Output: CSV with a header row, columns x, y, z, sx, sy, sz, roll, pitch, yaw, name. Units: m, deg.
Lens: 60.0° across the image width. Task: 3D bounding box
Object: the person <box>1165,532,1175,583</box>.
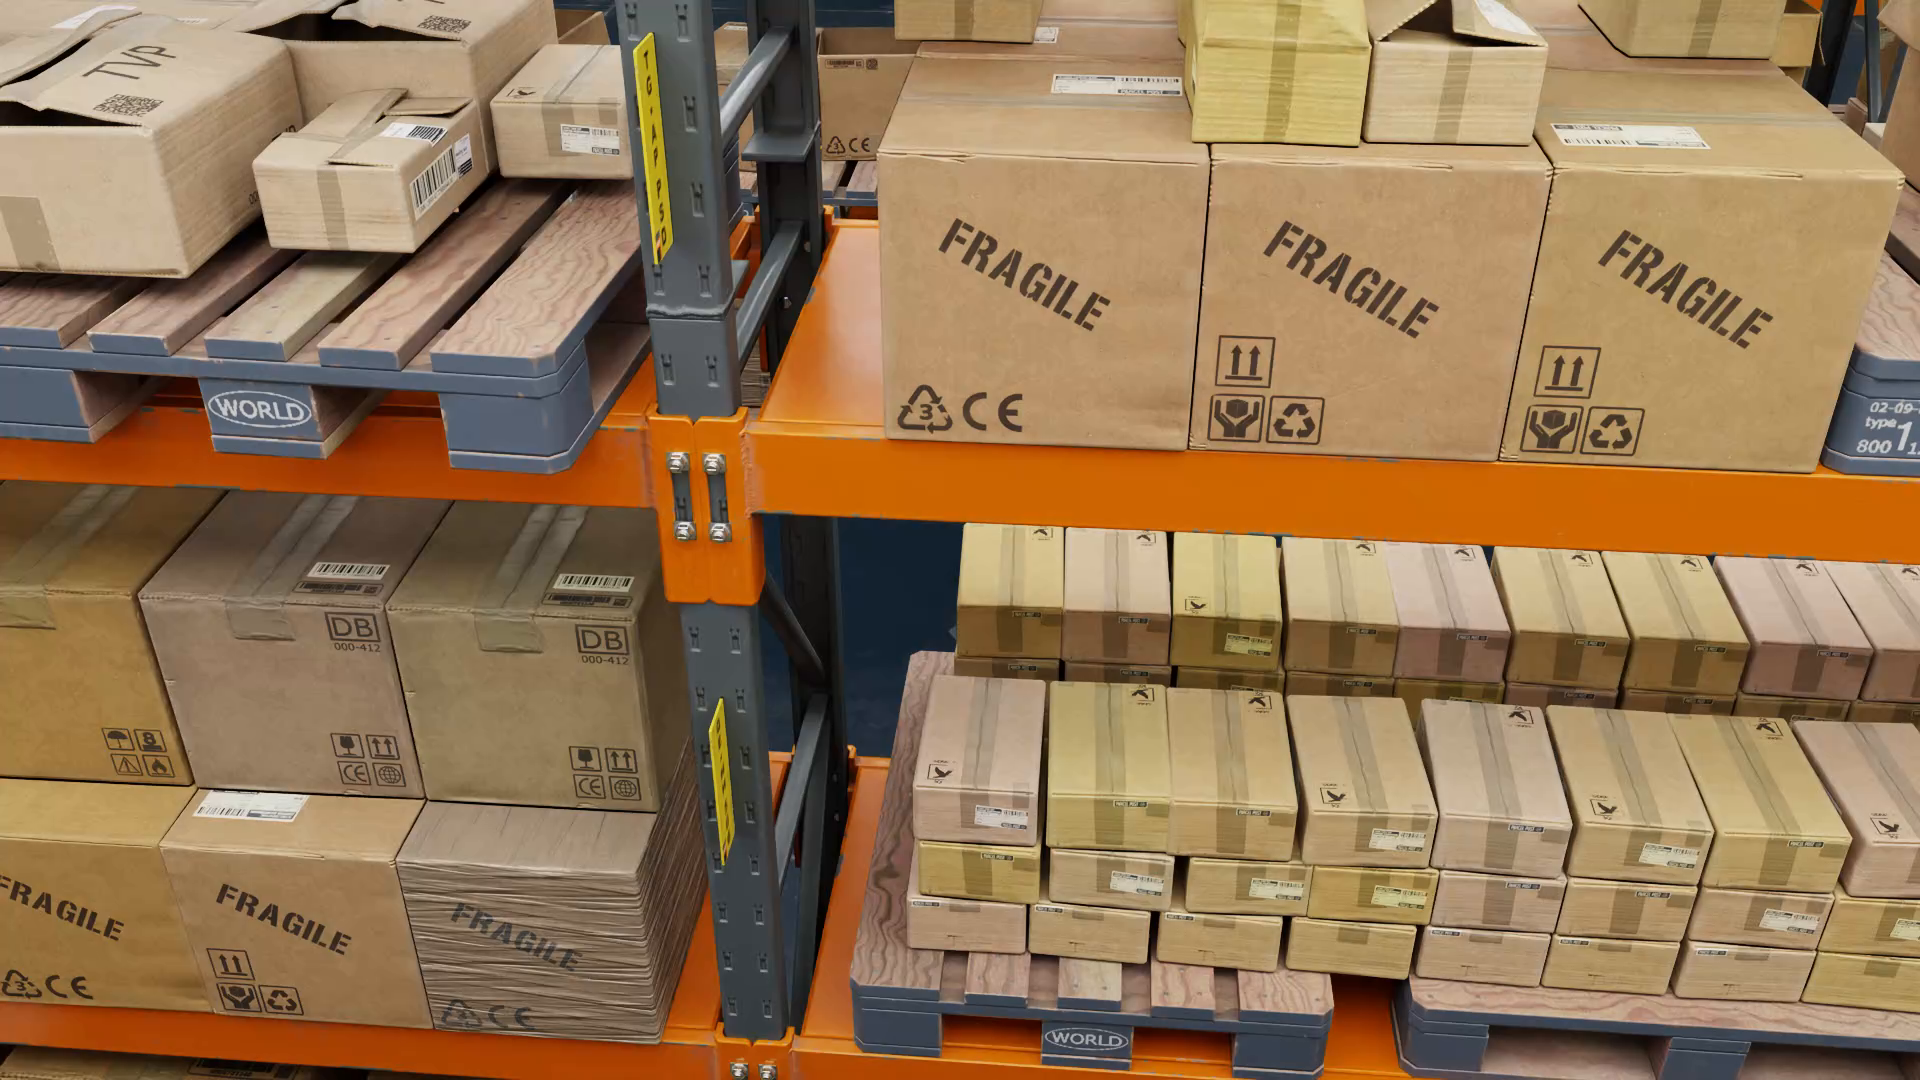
x,y,z,sx,sy,sz,roll,pitch,yaw,name
0.844,-0.440,6.926,0.494,1.685,0.616,0,32,0,person
